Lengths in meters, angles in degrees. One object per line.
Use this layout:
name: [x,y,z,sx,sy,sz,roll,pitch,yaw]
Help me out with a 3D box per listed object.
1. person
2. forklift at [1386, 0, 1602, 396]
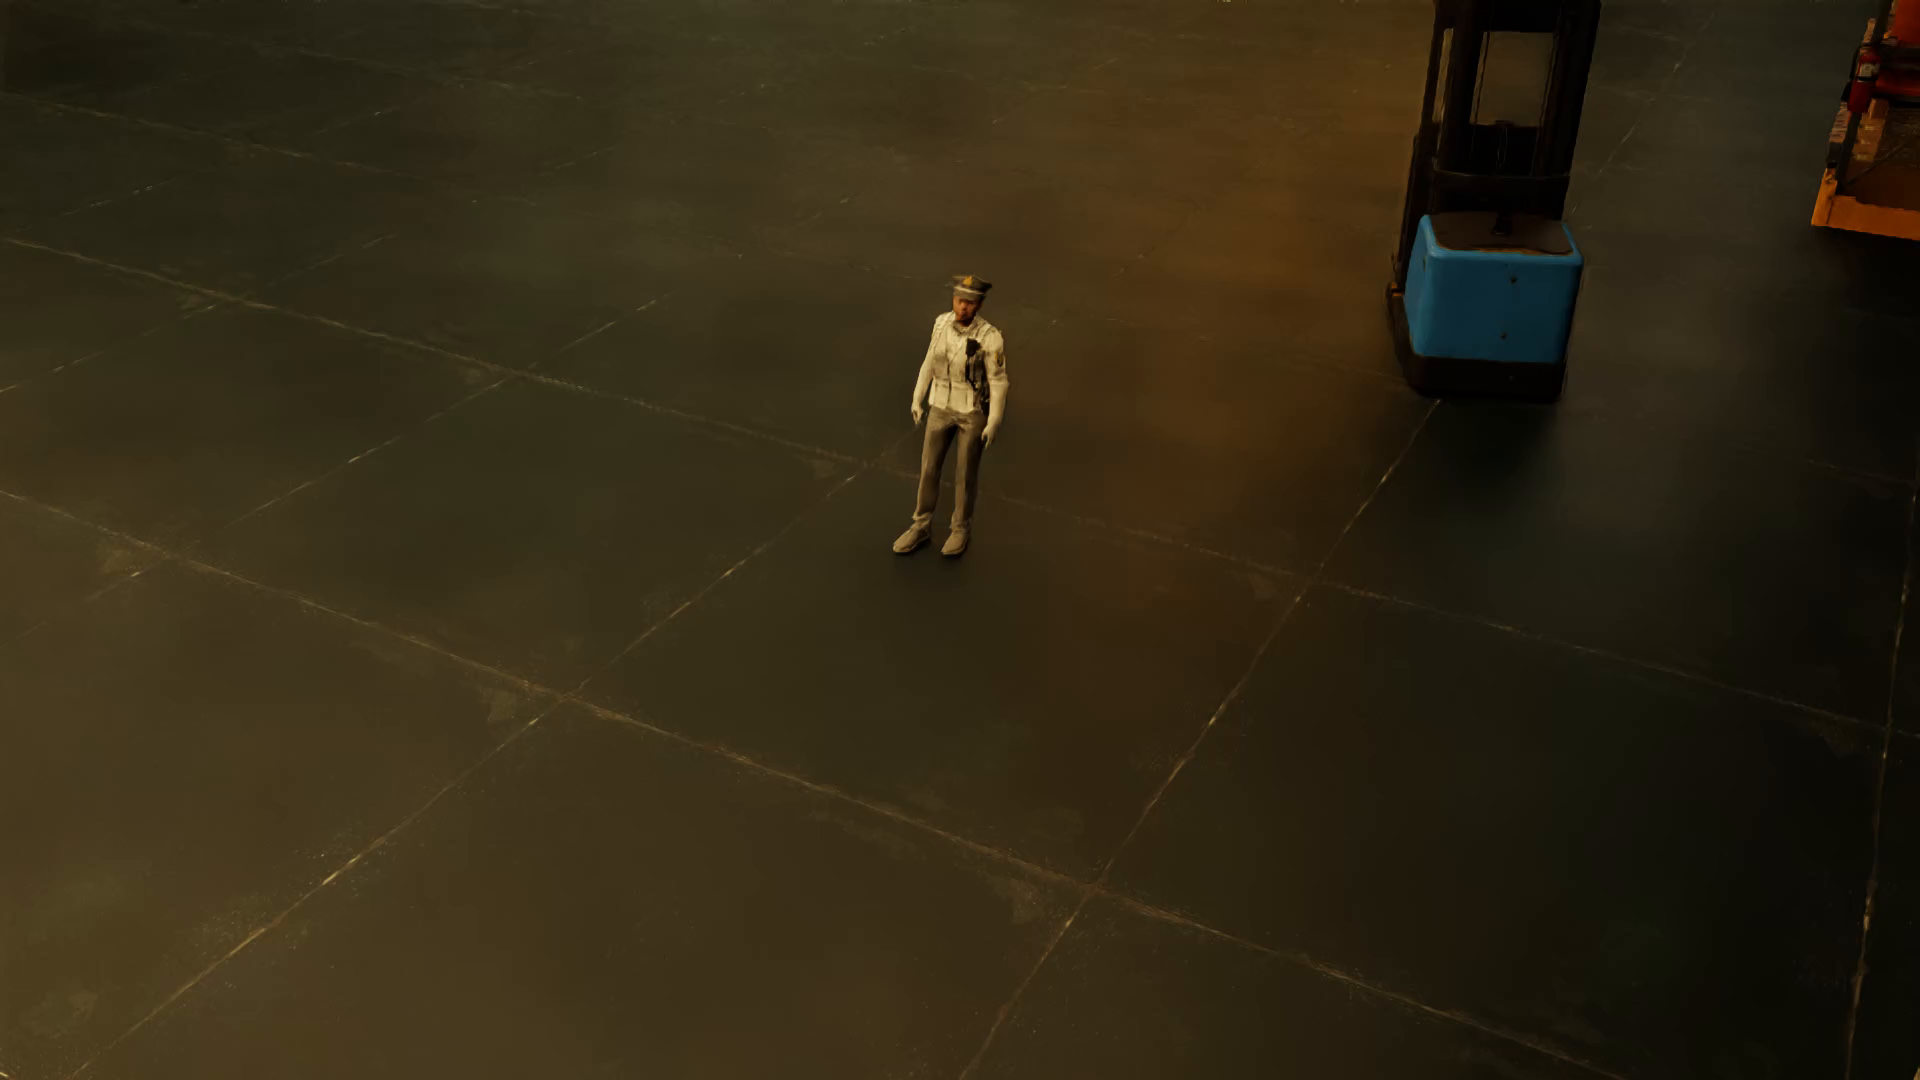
person: [-0.039,-0.713,9.527,0.586,1.695,0.533,15,33,25]
forklift: [3.916,-2.992,12.255,1.130,2.935,3.031,4,30,8]
